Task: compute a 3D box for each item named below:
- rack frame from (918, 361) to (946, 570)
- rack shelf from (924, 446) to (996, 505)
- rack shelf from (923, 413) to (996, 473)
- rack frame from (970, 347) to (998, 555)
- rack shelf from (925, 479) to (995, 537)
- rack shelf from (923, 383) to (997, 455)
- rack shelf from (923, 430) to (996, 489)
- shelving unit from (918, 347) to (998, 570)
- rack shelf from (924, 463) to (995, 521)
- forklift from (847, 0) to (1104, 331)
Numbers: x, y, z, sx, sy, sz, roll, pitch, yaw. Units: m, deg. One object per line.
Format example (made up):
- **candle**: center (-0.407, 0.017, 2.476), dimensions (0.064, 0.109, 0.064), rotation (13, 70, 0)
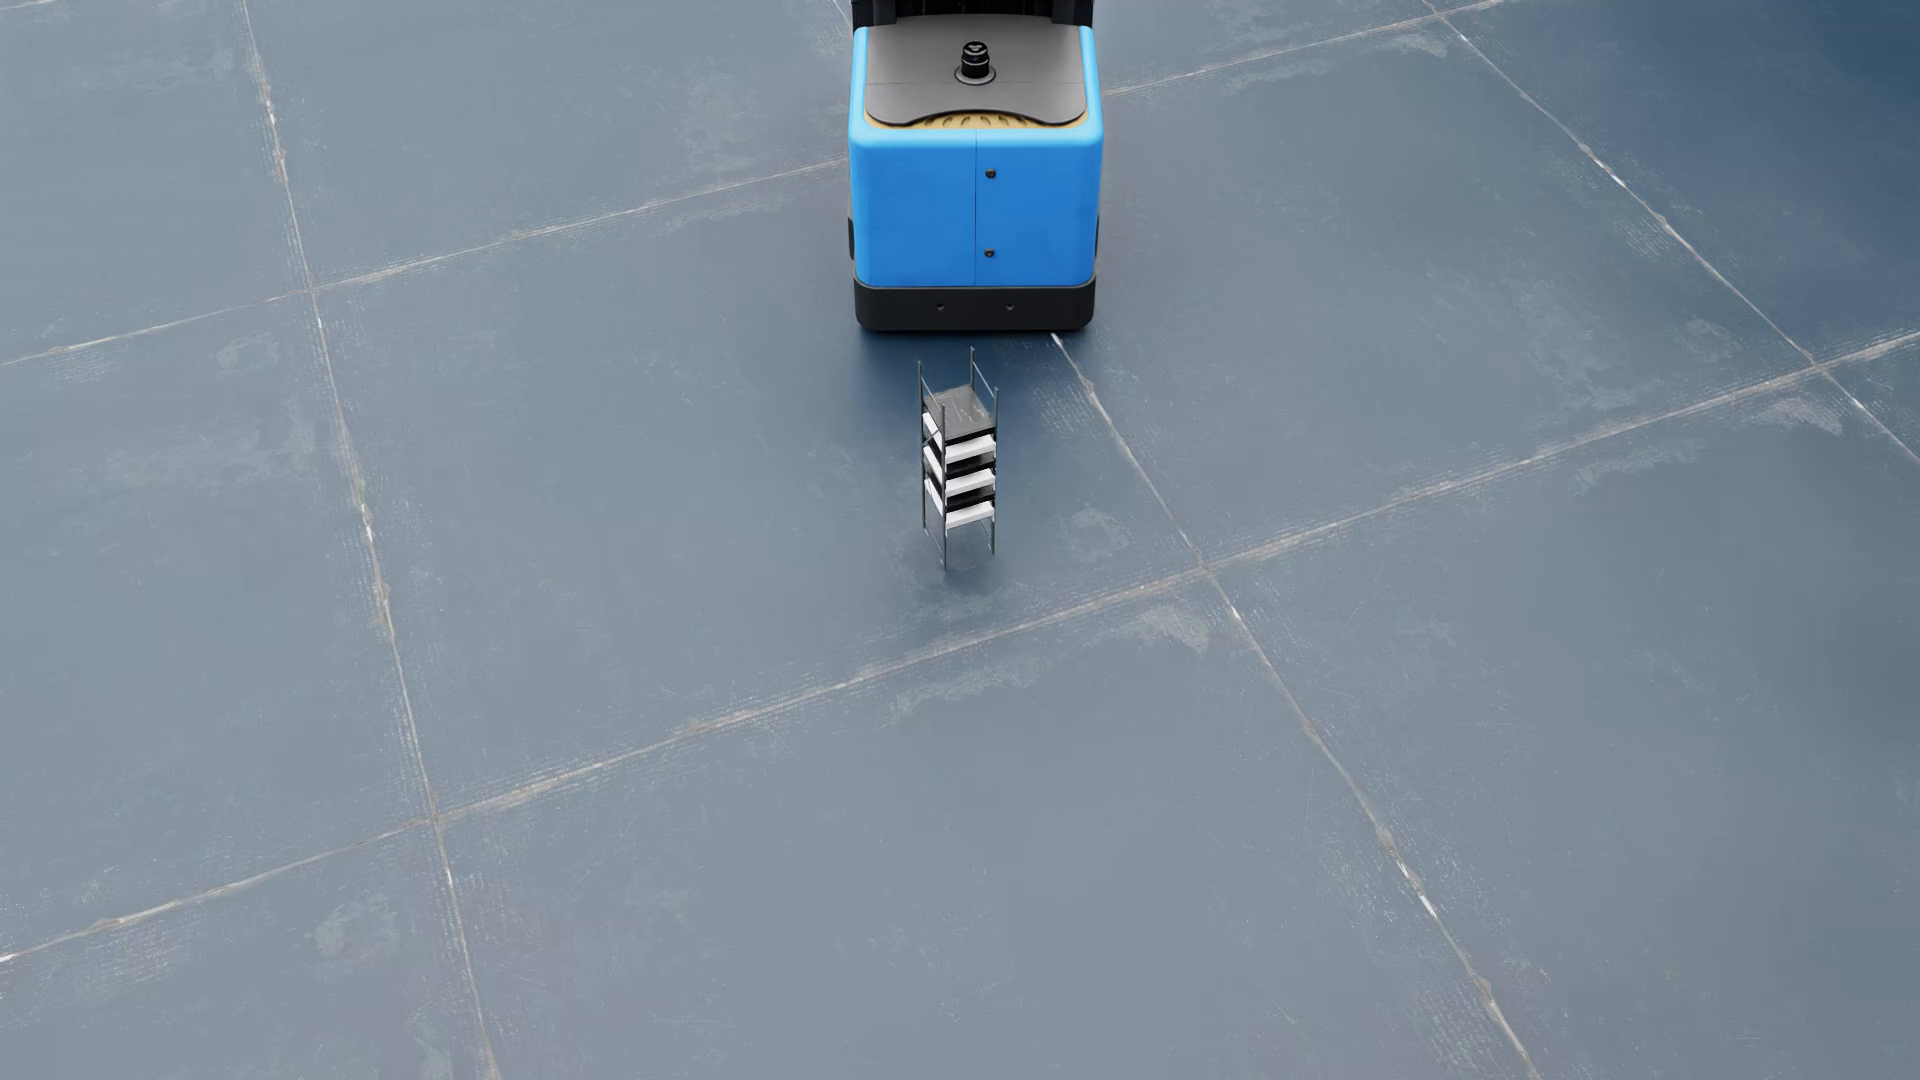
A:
- **rack frame**: center (-0.102, -0.262, 6.222), dimensions (0.006, 0.900, 0.240), rotation (-17, 52, -14)
- **rack shelf**: center (-0.008, -0.269, 6.273), dimensions (0.200, 0.077, 0.258), rotation (-17, 52, -14)
- **rack shelf**: center (-0.008, -0.386, 6.136), dimensions (0.200, 0.077, 0.258), rotation (-17, 52, -14)
- **rack frame**: center (0.087, -0.320, 6.272), dimensions (0.006, 0.900, 0.240), rotation (-17, 52, -14)
- **rack shelf**: center (-0.008, -0.152, 6.409), dimensions (0.200, 0.077, 0.258), rotation (-17, 52, -14)
- **rack shelf**: center (-0.008, -0.445, 6.068), dimensions (0.200, 0.077, 0.258), rotation (-17, 52, -14)
- **rack shelf**: center (-0.008, -0.328, 6.204), dimensions (0.200, 0.077, 0.258), rotation (-17, 52, -14)
- **shelving unit**: center (-0.008, -0.291, 6.247), dimensions (0.210, 0.900, 0.258), rotation (-17, 52, -14)
- **rack shelf**: center (-0.008, -0.211, 6.341), dimensions (0.200, 0.077, 0.258), rotation (-17, 52, -14)
- **forklift**: center (0.054, -2.975, 7.214), dimensions (1.130, 2.935, 3.031), rotation (0, 49, 0)
